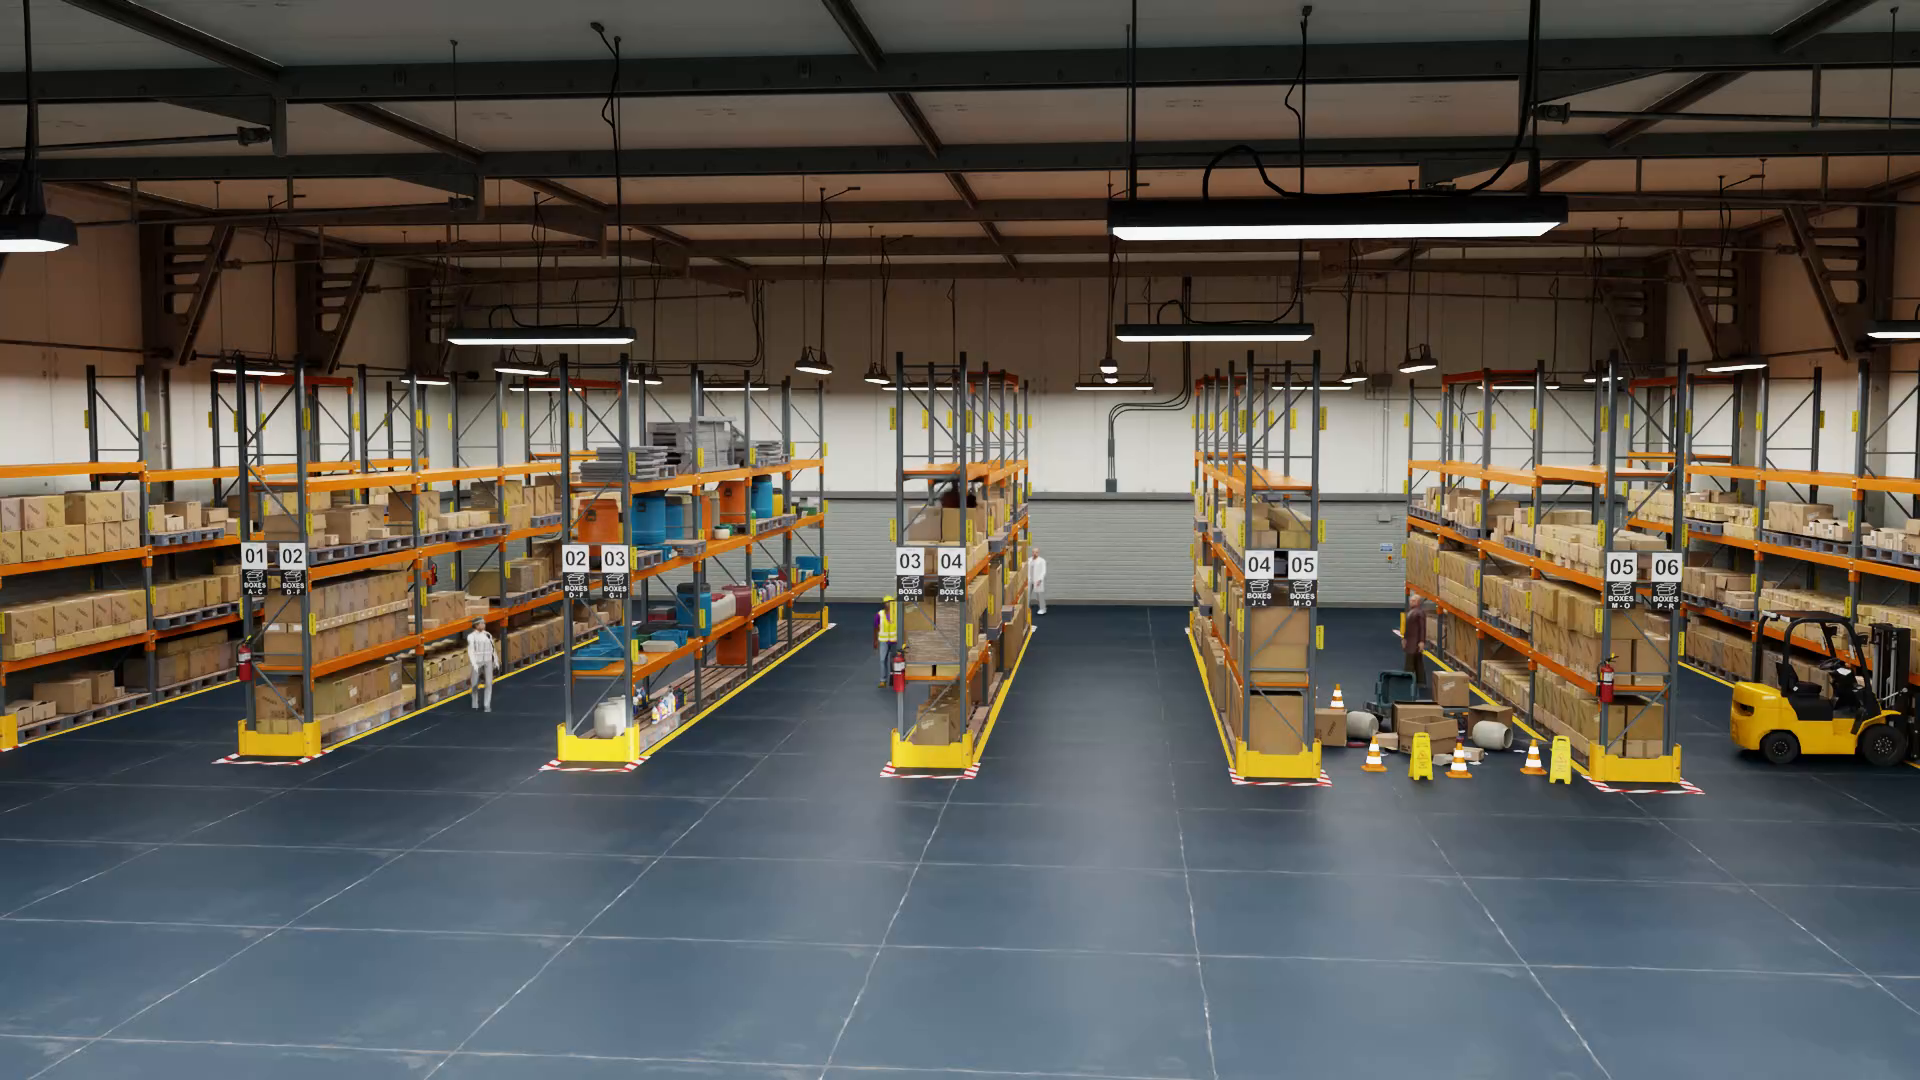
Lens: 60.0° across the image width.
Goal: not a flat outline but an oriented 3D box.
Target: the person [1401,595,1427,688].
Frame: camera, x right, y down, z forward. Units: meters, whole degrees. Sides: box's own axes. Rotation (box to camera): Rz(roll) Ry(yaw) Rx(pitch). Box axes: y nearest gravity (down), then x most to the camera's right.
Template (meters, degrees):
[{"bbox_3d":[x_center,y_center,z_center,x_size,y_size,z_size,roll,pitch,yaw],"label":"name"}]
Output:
[{"bbox_3d":[8.430,1.904,31.194,0.678,1.771,0.617,1,4,9],"label":"person"}]

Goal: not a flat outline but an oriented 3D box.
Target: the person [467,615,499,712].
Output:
[{"bbox_3d":[-8.264,2.137,28.868,0.523,1.662,0.559,-2,5,-27],"label":"person"}]

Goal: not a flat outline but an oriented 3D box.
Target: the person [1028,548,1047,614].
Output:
[{"bbox_3d":[1.870,1.067,42.811,0.660,1.727,1.075,4,5,41],"label":"person"}]

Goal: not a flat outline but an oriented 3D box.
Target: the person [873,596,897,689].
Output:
[{"bbox_3d":[-1.322,1.909,31.329,0.666,1.717,1.058,0,4,4],"label":"person"}]
